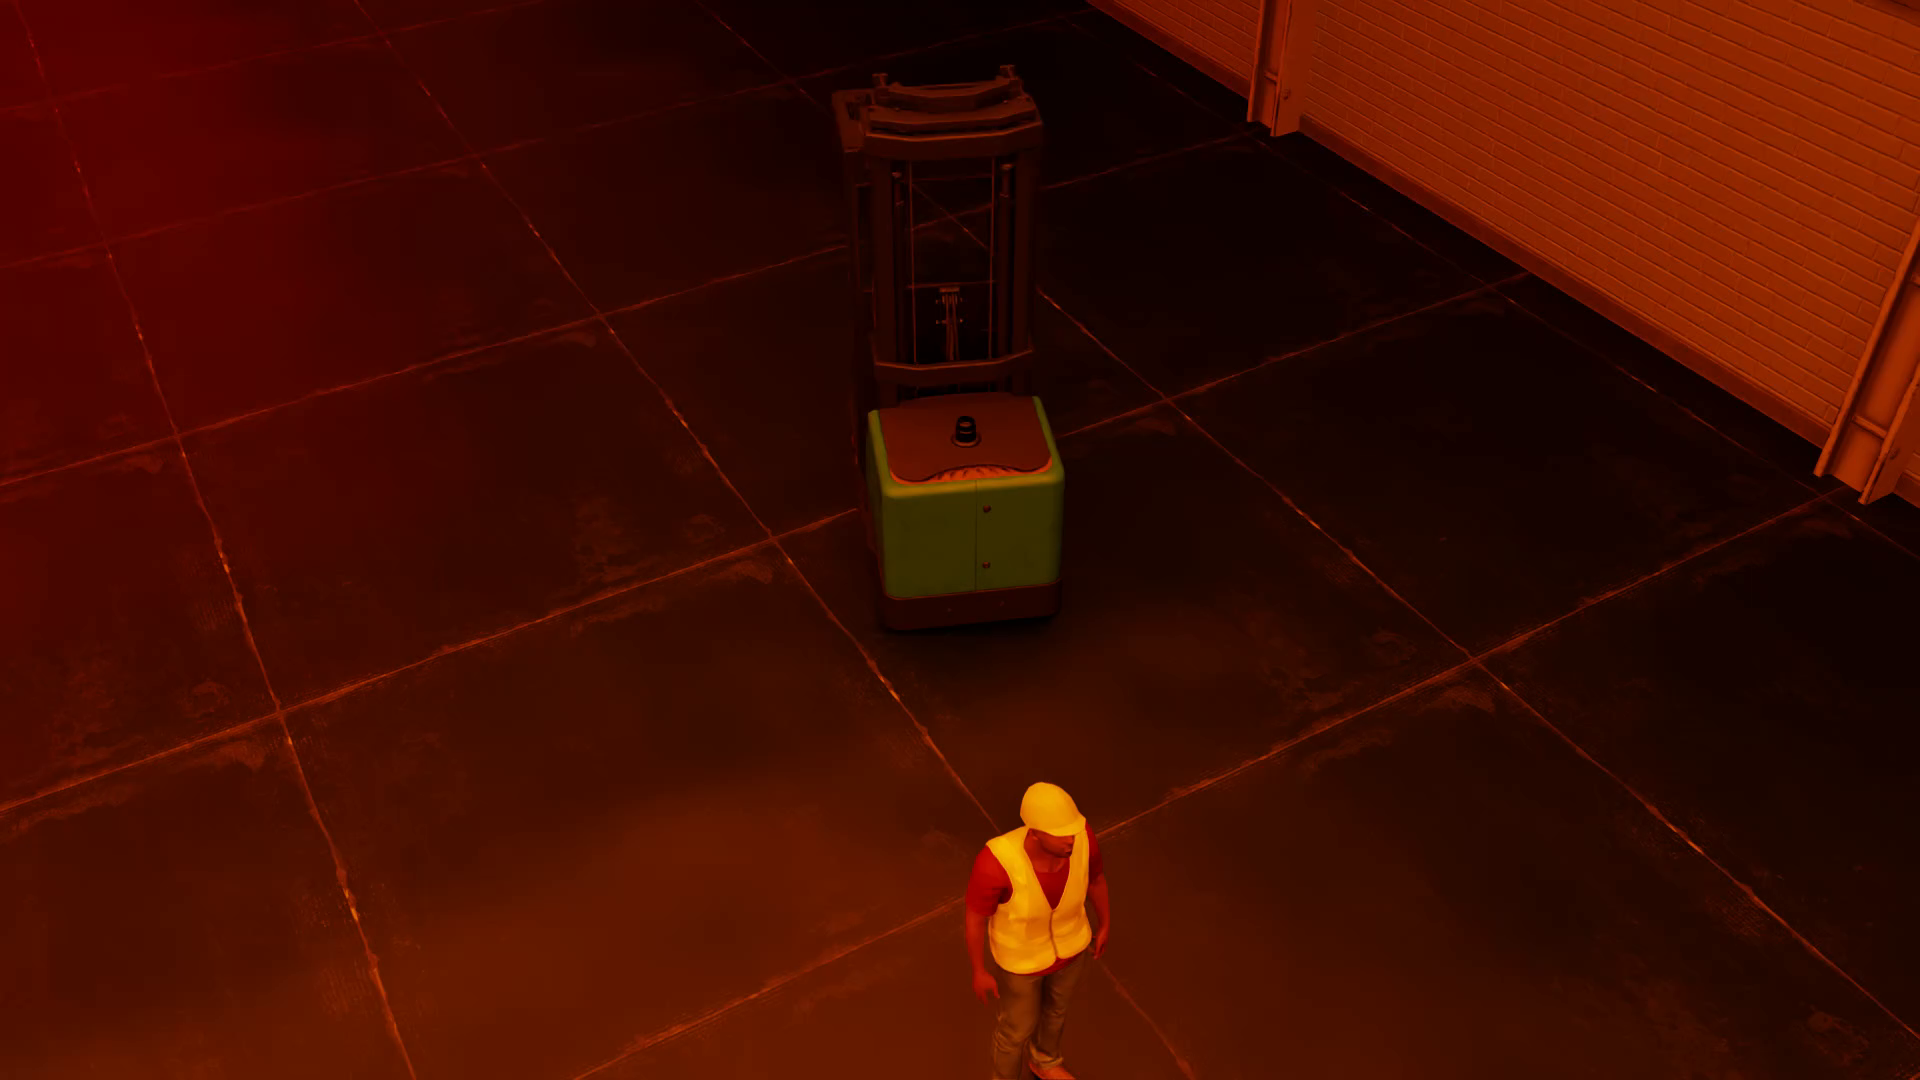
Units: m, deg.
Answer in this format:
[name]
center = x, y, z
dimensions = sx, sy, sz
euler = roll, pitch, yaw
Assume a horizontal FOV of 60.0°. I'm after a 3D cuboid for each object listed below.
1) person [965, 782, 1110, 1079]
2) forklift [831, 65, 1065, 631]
[person]
center = 0.363, 1.728, 6.857
dimensions = 0.663, 1.768, 0.563
euler = -18, 43, -21
[forklift]
center = -0.137, -1.547, 9.901
dimensions = 1.130, 2.935, 3.031
euler = -6, 40, -7
